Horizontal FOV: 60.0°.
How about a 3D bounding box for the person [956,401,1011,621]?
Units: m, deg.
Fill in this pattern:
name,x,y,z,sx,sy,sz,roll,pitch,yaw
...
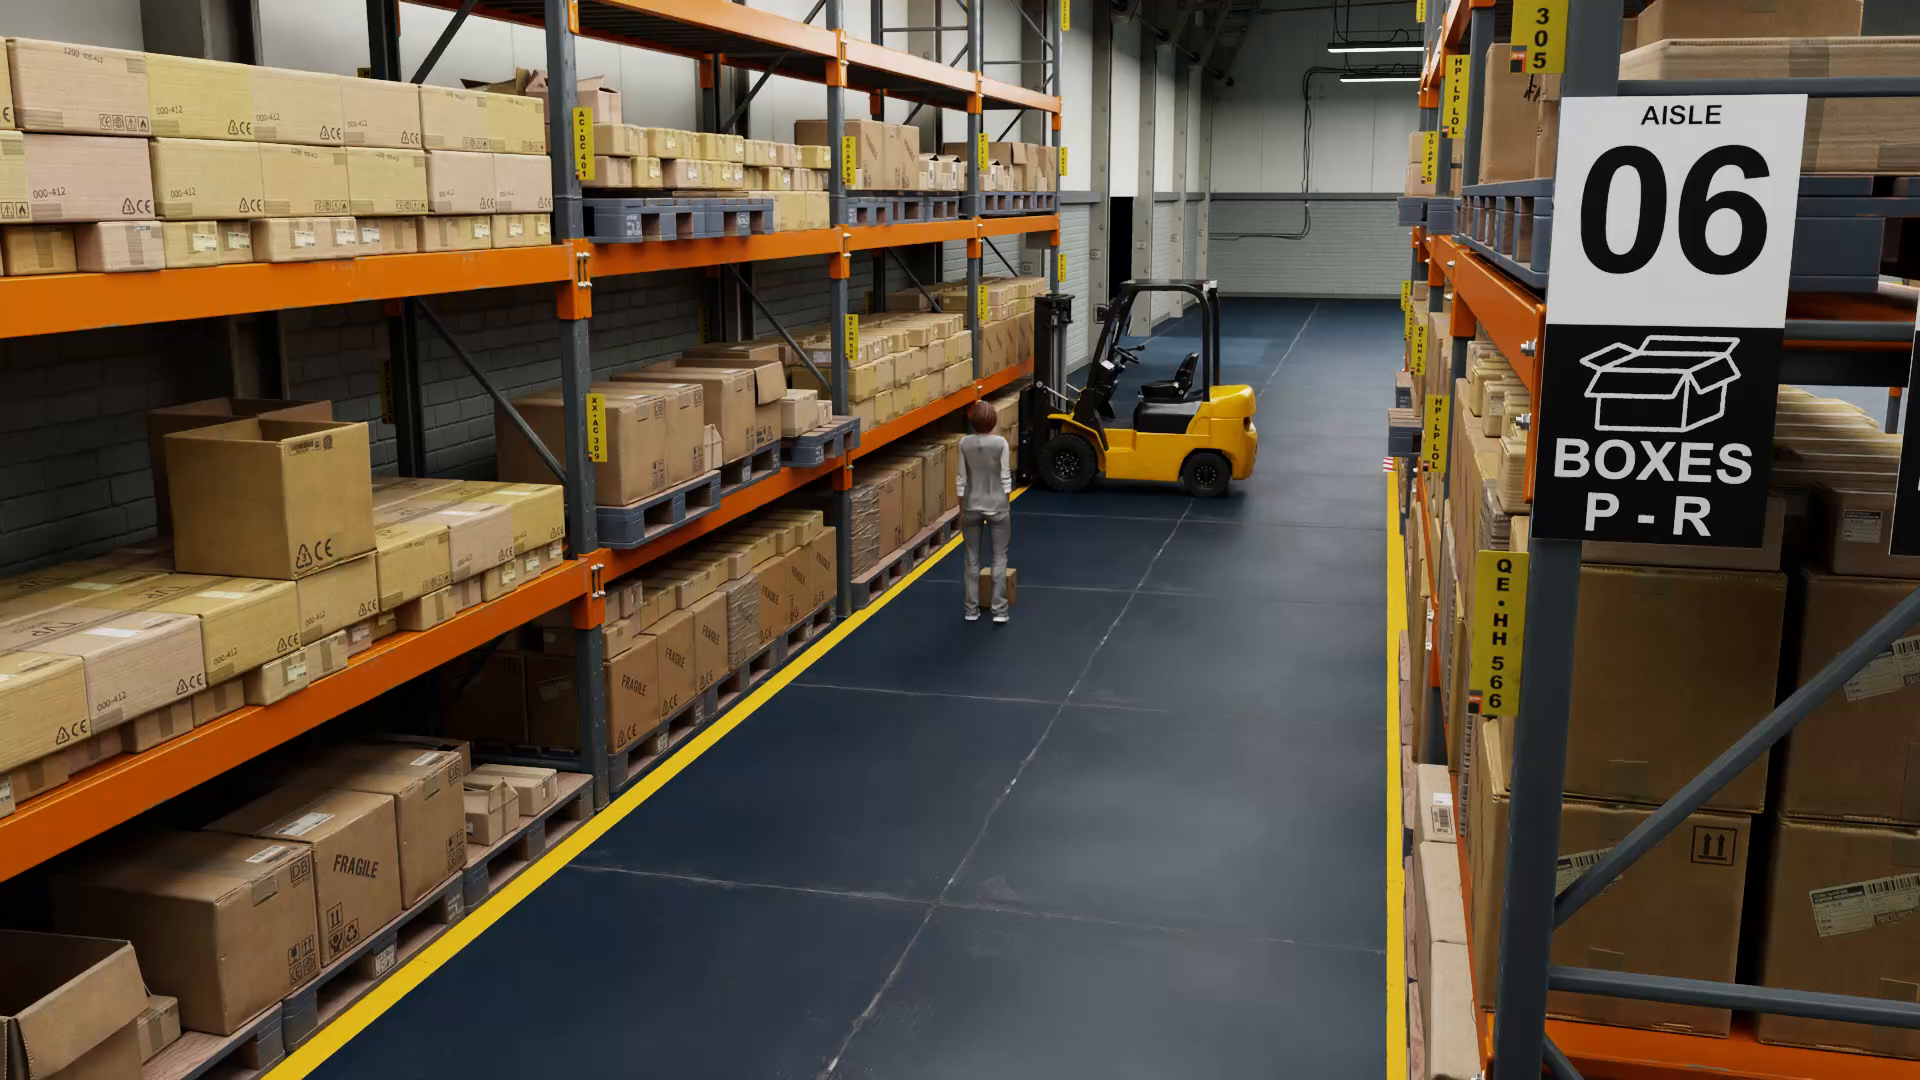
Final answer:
name,x,y,z,sx,sy,sz,roll,pitch,yaw
person,0.169,-0.197,11.967,0.407,1.600,0.302,2,12,11
